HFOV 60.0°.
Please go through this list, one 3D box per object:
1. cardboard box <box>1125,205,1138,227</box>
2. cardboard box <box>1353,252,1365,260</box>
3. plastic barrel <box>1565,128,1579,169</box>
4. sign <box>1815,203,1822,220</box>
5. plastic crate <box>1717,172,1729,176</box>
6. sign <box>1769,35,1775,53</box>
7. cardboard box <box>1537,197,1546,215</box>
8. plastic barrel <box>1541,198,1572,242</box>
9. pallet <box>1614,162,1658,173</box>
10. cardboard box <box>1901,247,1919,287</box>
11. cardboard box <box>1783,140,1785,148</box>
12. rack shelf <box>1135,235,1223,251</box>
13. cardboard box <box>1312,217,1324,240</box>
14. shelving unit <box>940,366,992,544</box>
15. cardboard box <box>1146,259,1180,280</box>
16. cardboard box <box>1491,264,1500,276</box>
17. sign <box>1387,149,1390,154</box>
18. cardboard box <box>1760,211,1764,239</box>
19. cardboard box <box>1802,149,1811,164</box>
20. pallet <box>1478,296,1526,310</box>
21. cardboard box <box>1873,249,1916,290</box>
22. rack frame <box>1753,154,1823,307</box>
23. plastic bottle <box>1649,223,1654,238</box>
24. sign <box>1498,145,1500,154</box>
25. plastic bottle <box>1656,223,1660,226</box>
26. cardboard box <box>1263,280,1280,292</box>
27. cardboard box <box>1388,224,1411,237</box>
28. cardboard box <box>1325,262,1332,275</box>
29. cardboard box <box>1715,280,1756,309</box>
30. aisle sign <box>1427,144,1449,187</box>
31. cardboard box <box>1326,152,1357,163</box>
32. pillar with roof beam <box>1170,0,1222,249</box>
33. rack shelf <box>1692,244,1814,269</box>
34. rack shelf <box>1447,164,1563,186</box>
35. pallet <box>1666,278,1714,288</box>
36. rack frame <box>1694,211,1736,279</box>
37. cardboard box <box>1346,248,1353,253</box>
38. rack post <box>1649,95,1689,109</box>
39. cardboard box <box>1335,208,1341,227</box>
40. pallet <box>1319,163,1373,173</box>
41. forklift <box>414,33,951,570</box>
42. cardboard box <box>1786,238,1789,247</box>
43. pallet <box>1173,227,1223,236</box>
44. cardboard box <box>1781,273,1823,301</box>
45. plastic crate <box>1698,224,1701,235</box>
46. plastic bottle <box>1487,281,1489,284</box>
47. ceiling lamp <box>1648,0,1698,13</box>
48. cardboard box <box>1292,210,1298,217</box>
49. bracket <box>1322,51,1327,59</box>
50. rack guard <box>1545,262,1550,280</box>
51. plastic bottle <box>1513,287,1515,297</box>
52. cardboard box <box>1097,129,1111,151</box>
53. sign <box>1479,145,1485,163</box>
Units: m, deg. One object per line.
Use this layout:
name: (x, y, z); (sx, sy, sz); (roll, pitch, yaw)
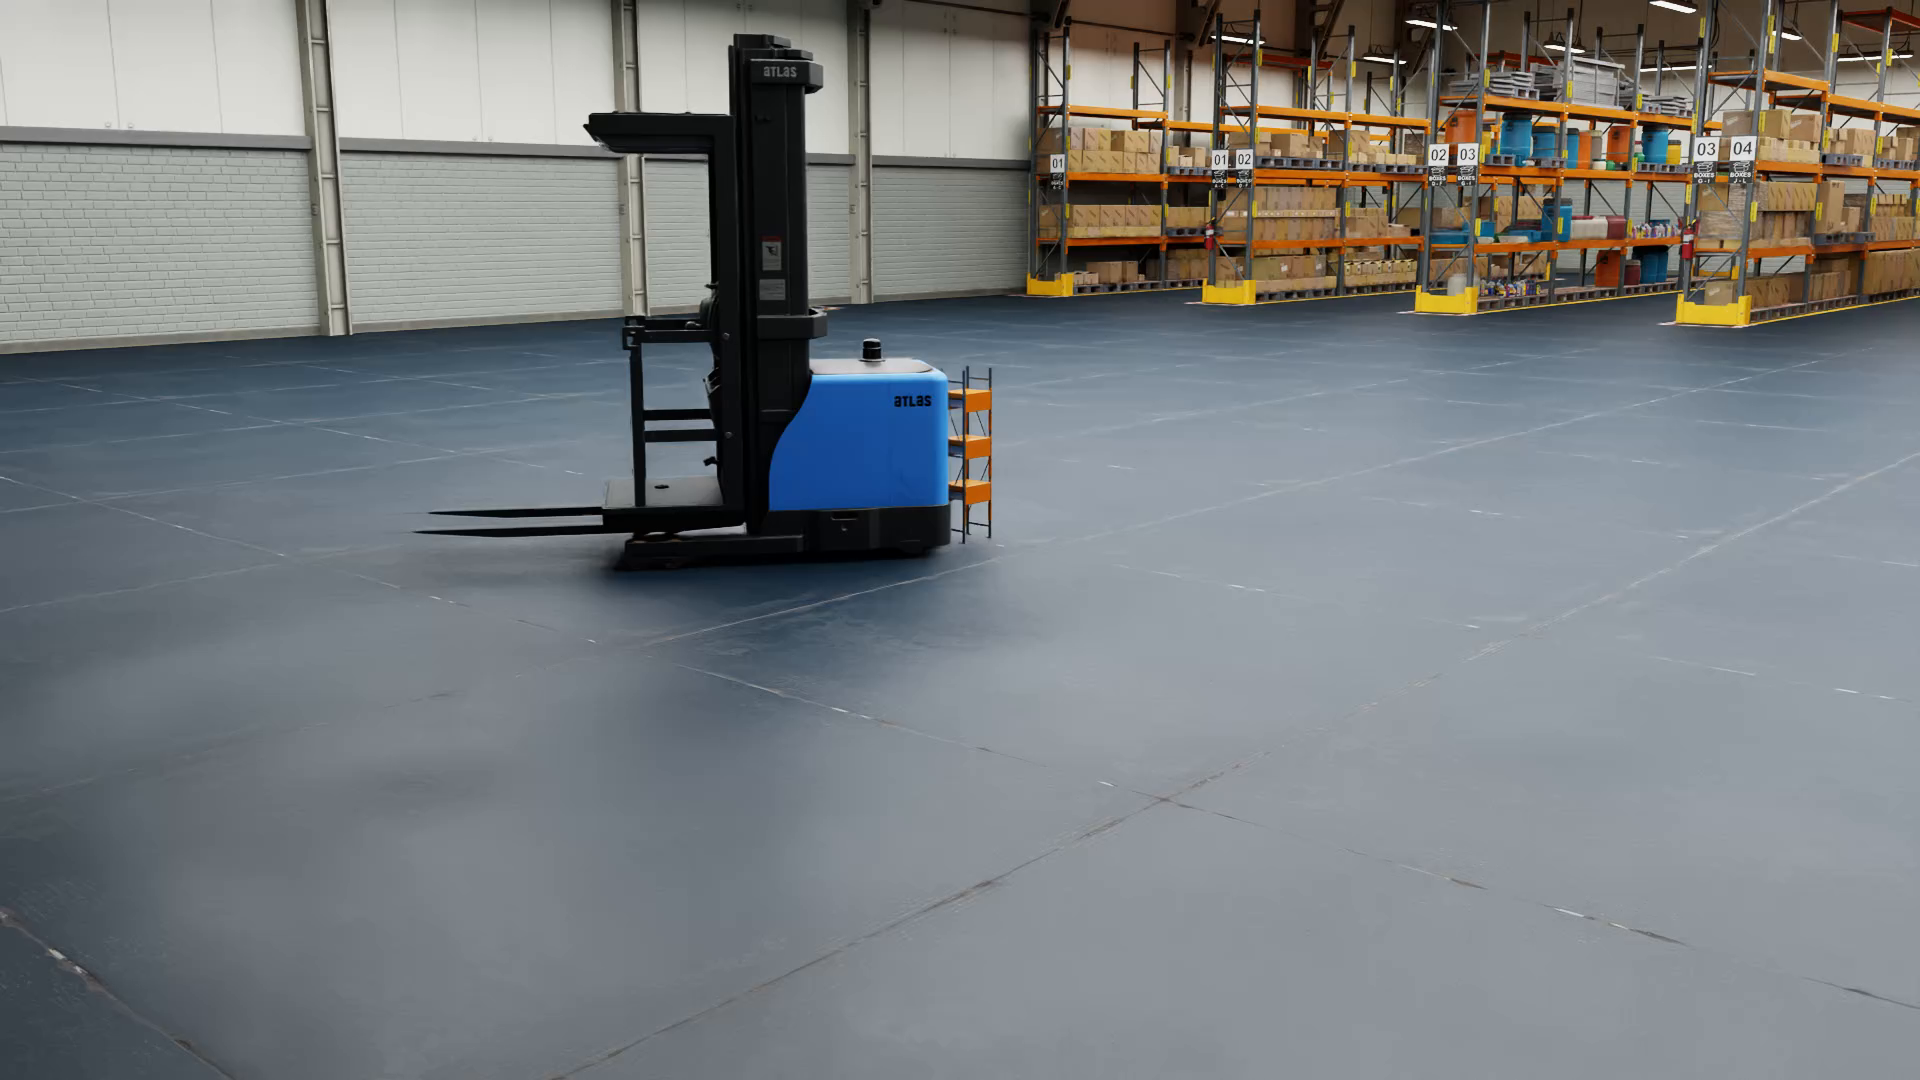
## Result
cardboard box: (3.949, -7.837, 40.210); (0.500, 0.500, 0.500); (9, 15, 39)
cardboard box: (11.567, -8.272, 49.278); (0.700, 0.500, 0.500); (9, 14, 39)
plastic barrel: (13.172, -8.521, 36.277); (0.600, 0.901, 0.708); (10, 15, 40)
sign: (16.269, -6.224, 31.505); (0.100, 0.325, 0.005); (10, 15, 40)
plastic crate: (19.621, -9.459, 42.796); (0.450, 0.188, 0.336); (10, 15, 40)
sign: (15.436, -9.417, 31.596); (0.100, 0.325, 0.005); (10, 15, 40)
cardboard box: (15.919, -9.279, 46.204); (0.500, 0.500, 0.500); (10, 15, 42)
plastic barrel: (12.618, -6.772, 35.181); (0.600, 0.901, 0.708); (10, 15, 40)
pallet: (15.355, -8.576, 38.313); (1.003, 0.211, 1.213); (10, 15, 40)
cardboard box: (22.227, -6.429, 39.093); (0.875, 0.875, 0.875); (10, 15, 40)
cardboard box: (14.585, -7.113, 29.874); (0.380, 0.149, 0.250); (10, 15, 40)
rack shelf: (6.014, -7.731, 43.098); (1.077, 0.370, 4.000); (10, 15, 40)
cardboard box: (7.786, -7.054, 37.617); (0.700, 0.500, 0.500); (10, 15, 40)
shelving unit: (0.035, -0.523, 10.148); (0.215, 1.050, 0.252); (10, 15, 40)
cardboard box: (5.167, -6.890, 42.309); (0.700, 0.500, 0.500); (10, 15, 42)
cardboard box: (14.138, -7.258, 44.633); (0.500, 0.311, 0.500); (10, 15, 40)
sign: (10.652, -9.533, 41.305); (0.100, 0.325, 0.005); (10, 15, 40)
cardboard box: (13.840, -5.641, 29.783); (0.875, 0.500, 0.500); (10, 15, 40)
cardboard box: (15.399, -7.090, 30.773); (0.500, 0.250, 0.500); (10, 15, 42)
pallet: (10.856, -4.868, 34.044); (1.003, 0.211, 1.213); (10, 15, 40)
cardboard box: (20.730, -6.113, 37.511); (1.225, 0.875, 0.875); (10, 15, 41)
rack frame: (15.856, -5.869, 31.935); (1.000, 3.000, 0.127); (10, 15, 40)
plastic bottle: (16.329, -7.322, 39.339); (0.144, 0.351, 0.185); (10, 15, 40)
sign: (14.118, -10.173, 43.504); (0.100, 0.325, 0.005); (10, 15, 40)
plastic bottle: (16.825, -7.476, 40.107); (0.144, 0.351, 0.185); (10, 15, 40)
cardboard box: (6.625, -5.543, 36.254); (0.500, 0.250, 0.500); (10, 15, 40)
cardboard box: (10.785, -7.647, 41.066); (0.500, 0.311, 0.500); (11, 16, 44)
cardboard box: (8.469, -6.379, 39.008); (0.500, 0.311, 0.500); (10, 15, 40)
cardboard box: (14.010, -4.442, 30.104); (0.500, 0.500, 0.500); (-7, 13, -33)
aisle sign: (9.225, -7.223, 32.080); (0.394, 0.787, 0.004); (10, 15, 40)
cardboard box: (8.831, -8.843, 38.478); (0.500, 0.250, 0.500); (-10, 15, -42)
pillar with roof beam: (9.060, -10.684, 40.729); (9.100, 9.000, 0.548); (10, 15, 40)
rack shelf: (14.536, -5.222, 30.532); (1.077, 0.370, 4.000); (10, 15, 40)
rack shelf: (10.816, -7.333, 33.445); (1.077, 0.370, 4.000); (10, 15, 40)
pallet: (18.678, -6.612, 42.777); (1.003, 0.211, 1.213); (10, 15, 40)
rack frame: (20.057, -8.274, 43.981); (1.000, 3.000, 0.127); (10, 15, 40)
cardboard box: (11.253, -8.465, 48.591); (0.380, 0.149, 0.250); (9, 15, 39)
rack post: (16.837, -10.471, 39.854); (0.937, 0.300, 0.954); (9, 15, 39)
cardboard box: (10.345, -9.192, 47.807); (0.980, 0.700, 0.700); (10, 15, 41)
pallet: (8.990, -8.659, 38.734); (0.805, 0.209, 1.217); (9, 14, 38)
forklift: (-1.623, -1.382, 9.646); (3.031, 2.935, 1.130); (-2, 11, -10)
cardboard box: (15.073, -5.498, 30.722); (0.380, 0.149, 0.250); (10, 15, 40)
pallet: (6.058, -7.988, 43.035); (1.003, 0.211, 1.213); (10, 15, 40)
cardboard box: (16.607, -5.014, 32.914); (0.700, 0.500, 0.500); (10, 15, 40)
plastic crate: (18.563, -7.858, 42.046); (0.437, 0.282, 0.530); (10, 15, 40)
plastic bottle: (11.026, -5.281, 34.805); (0.061, 0.283, 0.133); (11, 15, 43)
ceiling lamp: (14.149, -11.932, 32.071); (0.800, 3.185, 2.000); (10, 15, 40)
cardboard box: (7.213, -7.184, 36.612); (0.380, 0.149, 0.250); (10, 15, 41)
bracket: (10.328, -13.904, 47.659); (0.235, 0.232, 0.430); (10, 15, 40)
rack guard: (16.289, -7.678, 47.379); (1.175, 0.500, 0.348); (10, 15, 40)
plastic bottle: (11.284, -5.070, 33.959); (0.097, 0.201, 0.097); (0, 11, 0)
cardboard box: (3.189, -9.391, 39.053); (0.500, 0.500, 0.500); (10, 15, 42)
sign: (9.906, -7.324, 31.541); (0.100, 0.325, 0.005); (10, 15, 40)
